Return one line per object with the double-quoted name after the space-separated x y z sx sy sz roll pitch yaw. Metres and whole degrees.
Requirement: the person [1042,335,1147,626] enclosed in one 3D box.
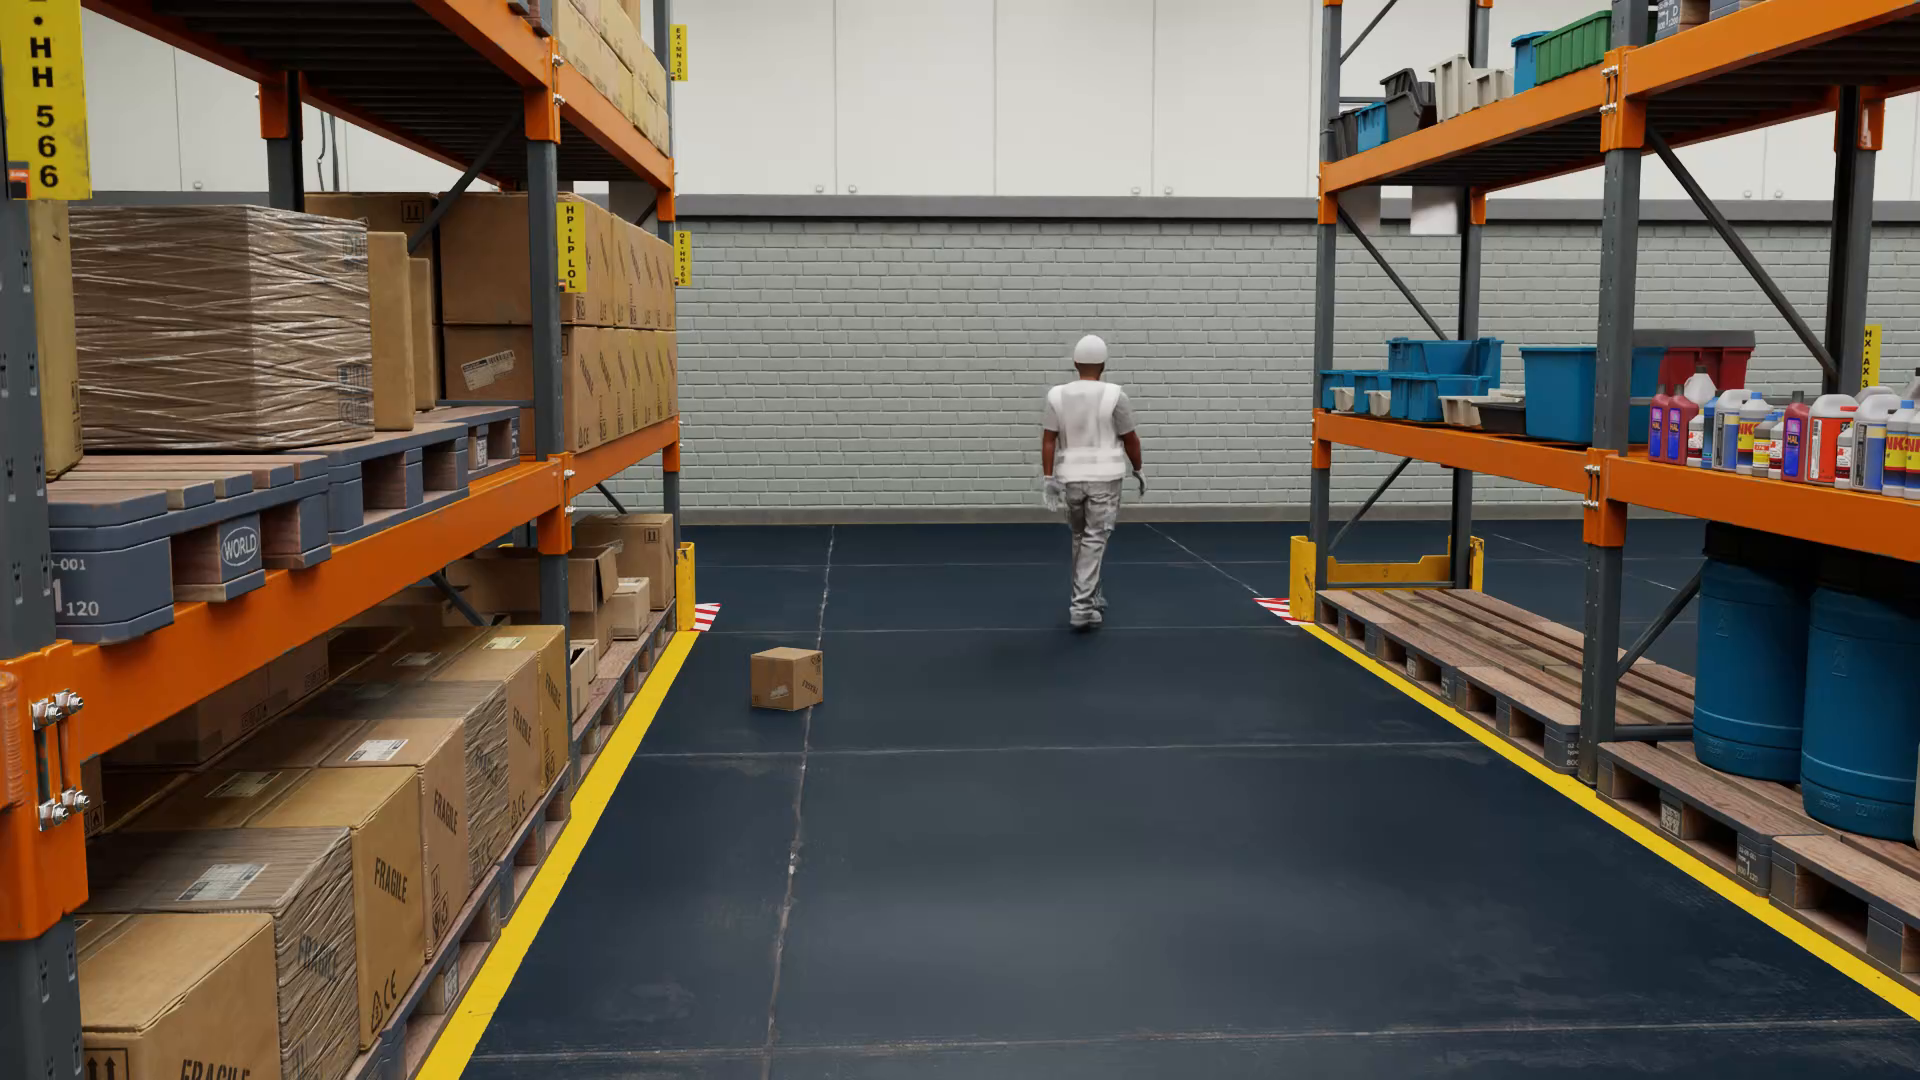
0.864 -0.383 10.265 0.548 1.754 0.898 4 8 28 "person"
